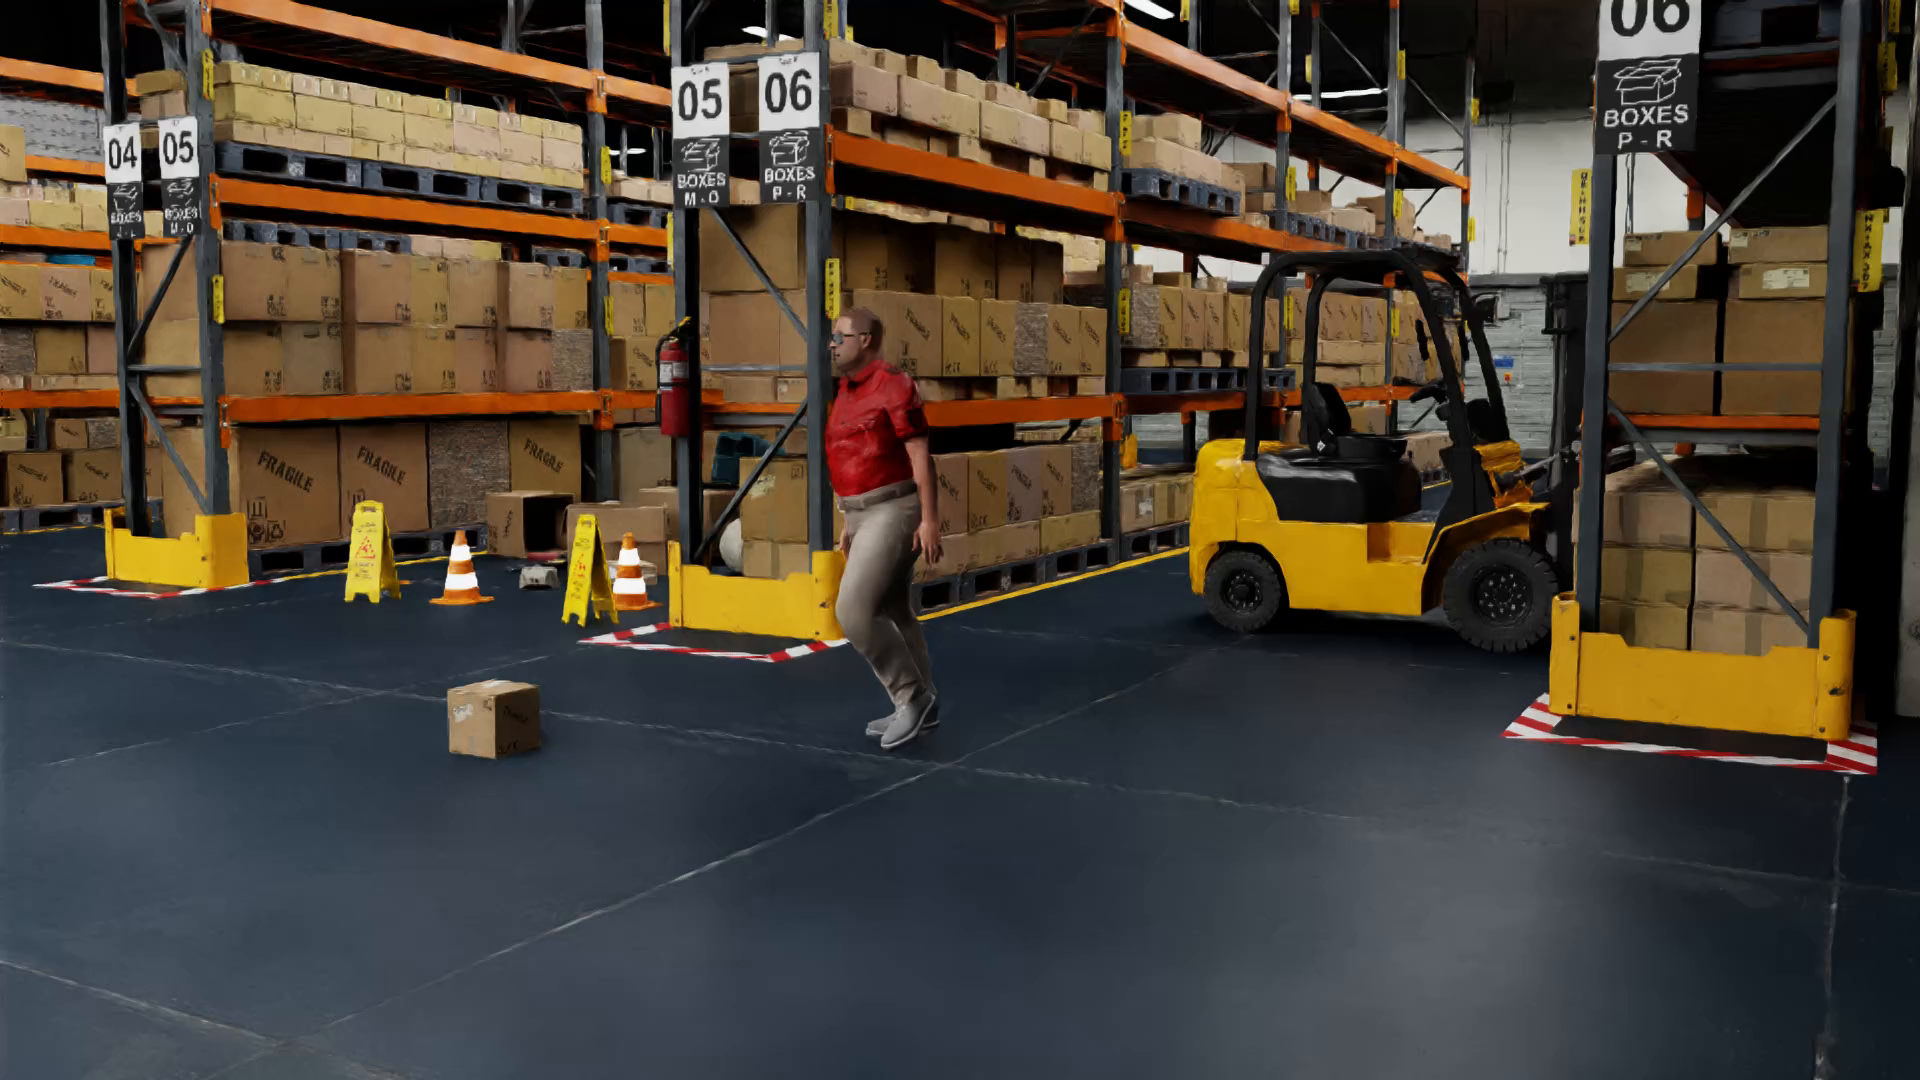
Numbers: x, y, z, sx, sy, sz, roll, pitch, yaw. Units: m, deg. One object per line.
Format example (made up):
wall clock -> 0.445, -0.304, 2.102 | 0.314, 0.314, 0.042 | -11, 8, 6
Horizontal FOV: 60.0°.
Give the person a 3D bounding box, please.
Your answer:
person -> -0.311, -0.060, 6.629 | 0.518, 1.713, 0.570 | -3, 7, -27
